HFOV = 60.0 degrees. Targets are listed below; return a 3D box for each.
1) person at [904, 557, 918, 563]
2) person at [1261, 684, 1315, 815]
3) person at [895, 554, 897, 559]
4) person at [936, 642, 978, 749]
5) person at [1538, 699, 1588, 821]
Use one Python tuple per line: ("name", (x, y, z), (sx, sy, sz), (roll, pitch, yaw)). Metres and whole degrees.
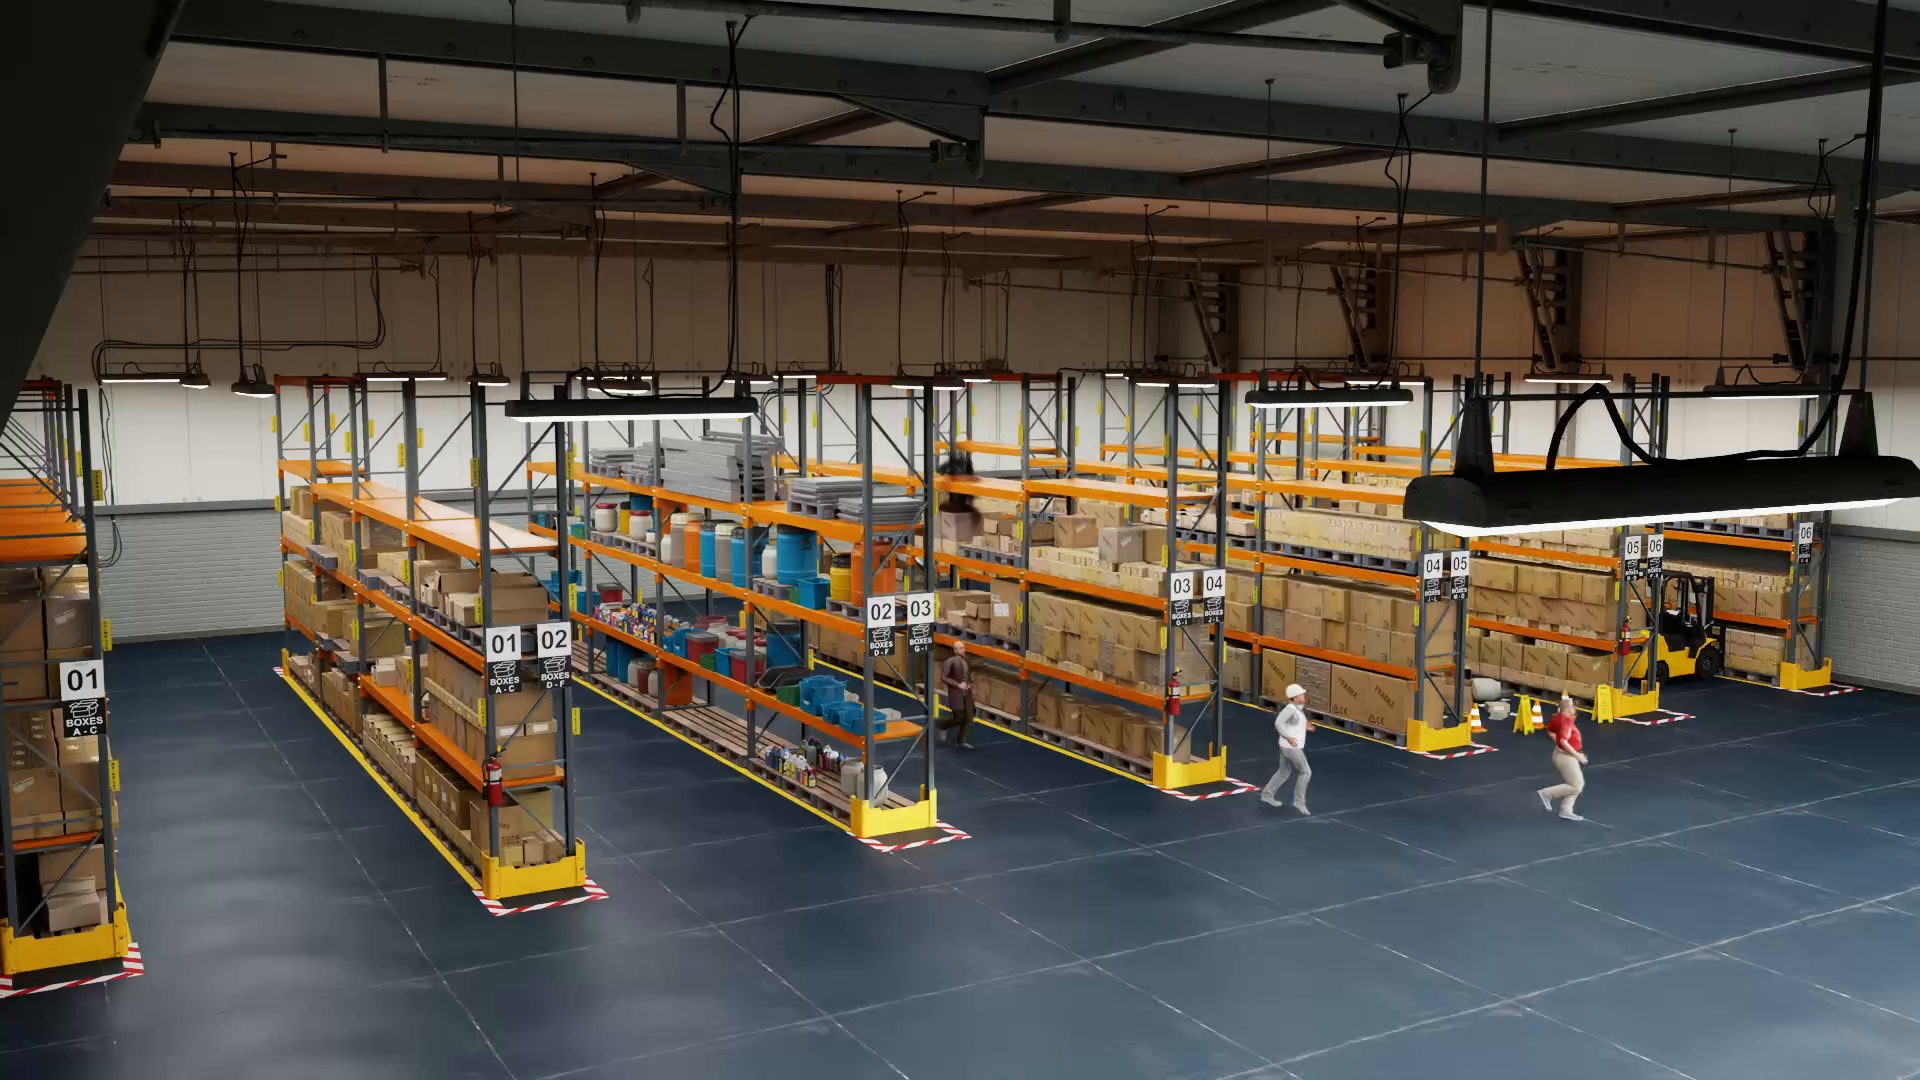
("person", (-1.243, 1.008, 41.190), (0.612, 1.723, 0.724), (6, 9, 43))
("person", (4.595, 2.919, 23.276), (0.733, 1.841, 0.669), (1, 6, 11))
("person", (-1.682, 1.107, 40.643), (0.615, 1.565, 0.572), (4, 7, 30))
("person", (-0.044, 2.507, 27.048), (0.757, 1.737, 0.709), (6, 9, 44))
("person", (8.256, 3.018, 22.829), (0.646, 1.691, 0.672), (0, 6, 4))
